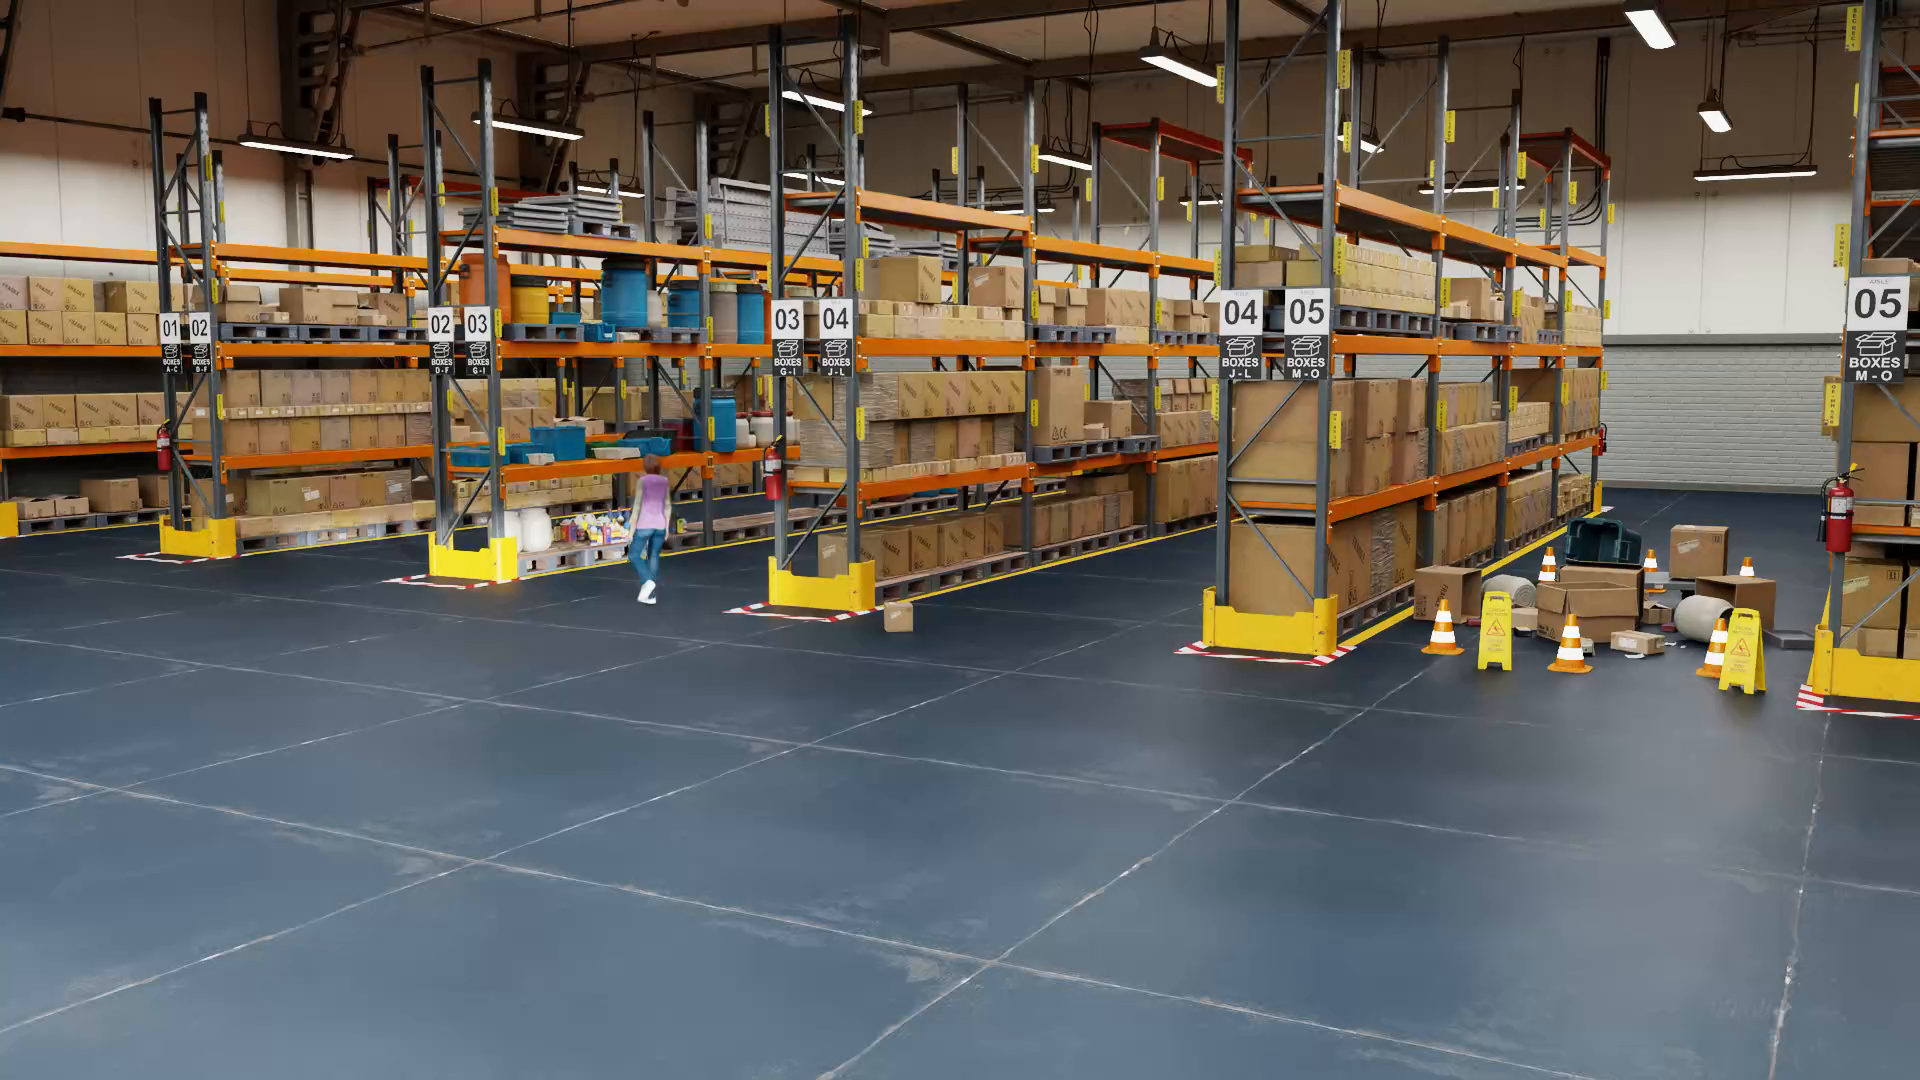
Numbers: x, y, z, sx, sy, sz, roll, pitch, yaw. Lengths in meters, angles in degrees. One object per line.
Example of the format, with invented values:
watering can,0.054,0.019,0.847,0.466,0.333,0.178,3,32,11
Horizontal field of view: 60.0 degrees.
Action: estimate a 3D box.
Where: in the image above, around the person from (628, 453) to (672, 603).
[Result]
person,-3.229,-0.116,17.407,0.464,1.588,0.457,-4,7,-34
